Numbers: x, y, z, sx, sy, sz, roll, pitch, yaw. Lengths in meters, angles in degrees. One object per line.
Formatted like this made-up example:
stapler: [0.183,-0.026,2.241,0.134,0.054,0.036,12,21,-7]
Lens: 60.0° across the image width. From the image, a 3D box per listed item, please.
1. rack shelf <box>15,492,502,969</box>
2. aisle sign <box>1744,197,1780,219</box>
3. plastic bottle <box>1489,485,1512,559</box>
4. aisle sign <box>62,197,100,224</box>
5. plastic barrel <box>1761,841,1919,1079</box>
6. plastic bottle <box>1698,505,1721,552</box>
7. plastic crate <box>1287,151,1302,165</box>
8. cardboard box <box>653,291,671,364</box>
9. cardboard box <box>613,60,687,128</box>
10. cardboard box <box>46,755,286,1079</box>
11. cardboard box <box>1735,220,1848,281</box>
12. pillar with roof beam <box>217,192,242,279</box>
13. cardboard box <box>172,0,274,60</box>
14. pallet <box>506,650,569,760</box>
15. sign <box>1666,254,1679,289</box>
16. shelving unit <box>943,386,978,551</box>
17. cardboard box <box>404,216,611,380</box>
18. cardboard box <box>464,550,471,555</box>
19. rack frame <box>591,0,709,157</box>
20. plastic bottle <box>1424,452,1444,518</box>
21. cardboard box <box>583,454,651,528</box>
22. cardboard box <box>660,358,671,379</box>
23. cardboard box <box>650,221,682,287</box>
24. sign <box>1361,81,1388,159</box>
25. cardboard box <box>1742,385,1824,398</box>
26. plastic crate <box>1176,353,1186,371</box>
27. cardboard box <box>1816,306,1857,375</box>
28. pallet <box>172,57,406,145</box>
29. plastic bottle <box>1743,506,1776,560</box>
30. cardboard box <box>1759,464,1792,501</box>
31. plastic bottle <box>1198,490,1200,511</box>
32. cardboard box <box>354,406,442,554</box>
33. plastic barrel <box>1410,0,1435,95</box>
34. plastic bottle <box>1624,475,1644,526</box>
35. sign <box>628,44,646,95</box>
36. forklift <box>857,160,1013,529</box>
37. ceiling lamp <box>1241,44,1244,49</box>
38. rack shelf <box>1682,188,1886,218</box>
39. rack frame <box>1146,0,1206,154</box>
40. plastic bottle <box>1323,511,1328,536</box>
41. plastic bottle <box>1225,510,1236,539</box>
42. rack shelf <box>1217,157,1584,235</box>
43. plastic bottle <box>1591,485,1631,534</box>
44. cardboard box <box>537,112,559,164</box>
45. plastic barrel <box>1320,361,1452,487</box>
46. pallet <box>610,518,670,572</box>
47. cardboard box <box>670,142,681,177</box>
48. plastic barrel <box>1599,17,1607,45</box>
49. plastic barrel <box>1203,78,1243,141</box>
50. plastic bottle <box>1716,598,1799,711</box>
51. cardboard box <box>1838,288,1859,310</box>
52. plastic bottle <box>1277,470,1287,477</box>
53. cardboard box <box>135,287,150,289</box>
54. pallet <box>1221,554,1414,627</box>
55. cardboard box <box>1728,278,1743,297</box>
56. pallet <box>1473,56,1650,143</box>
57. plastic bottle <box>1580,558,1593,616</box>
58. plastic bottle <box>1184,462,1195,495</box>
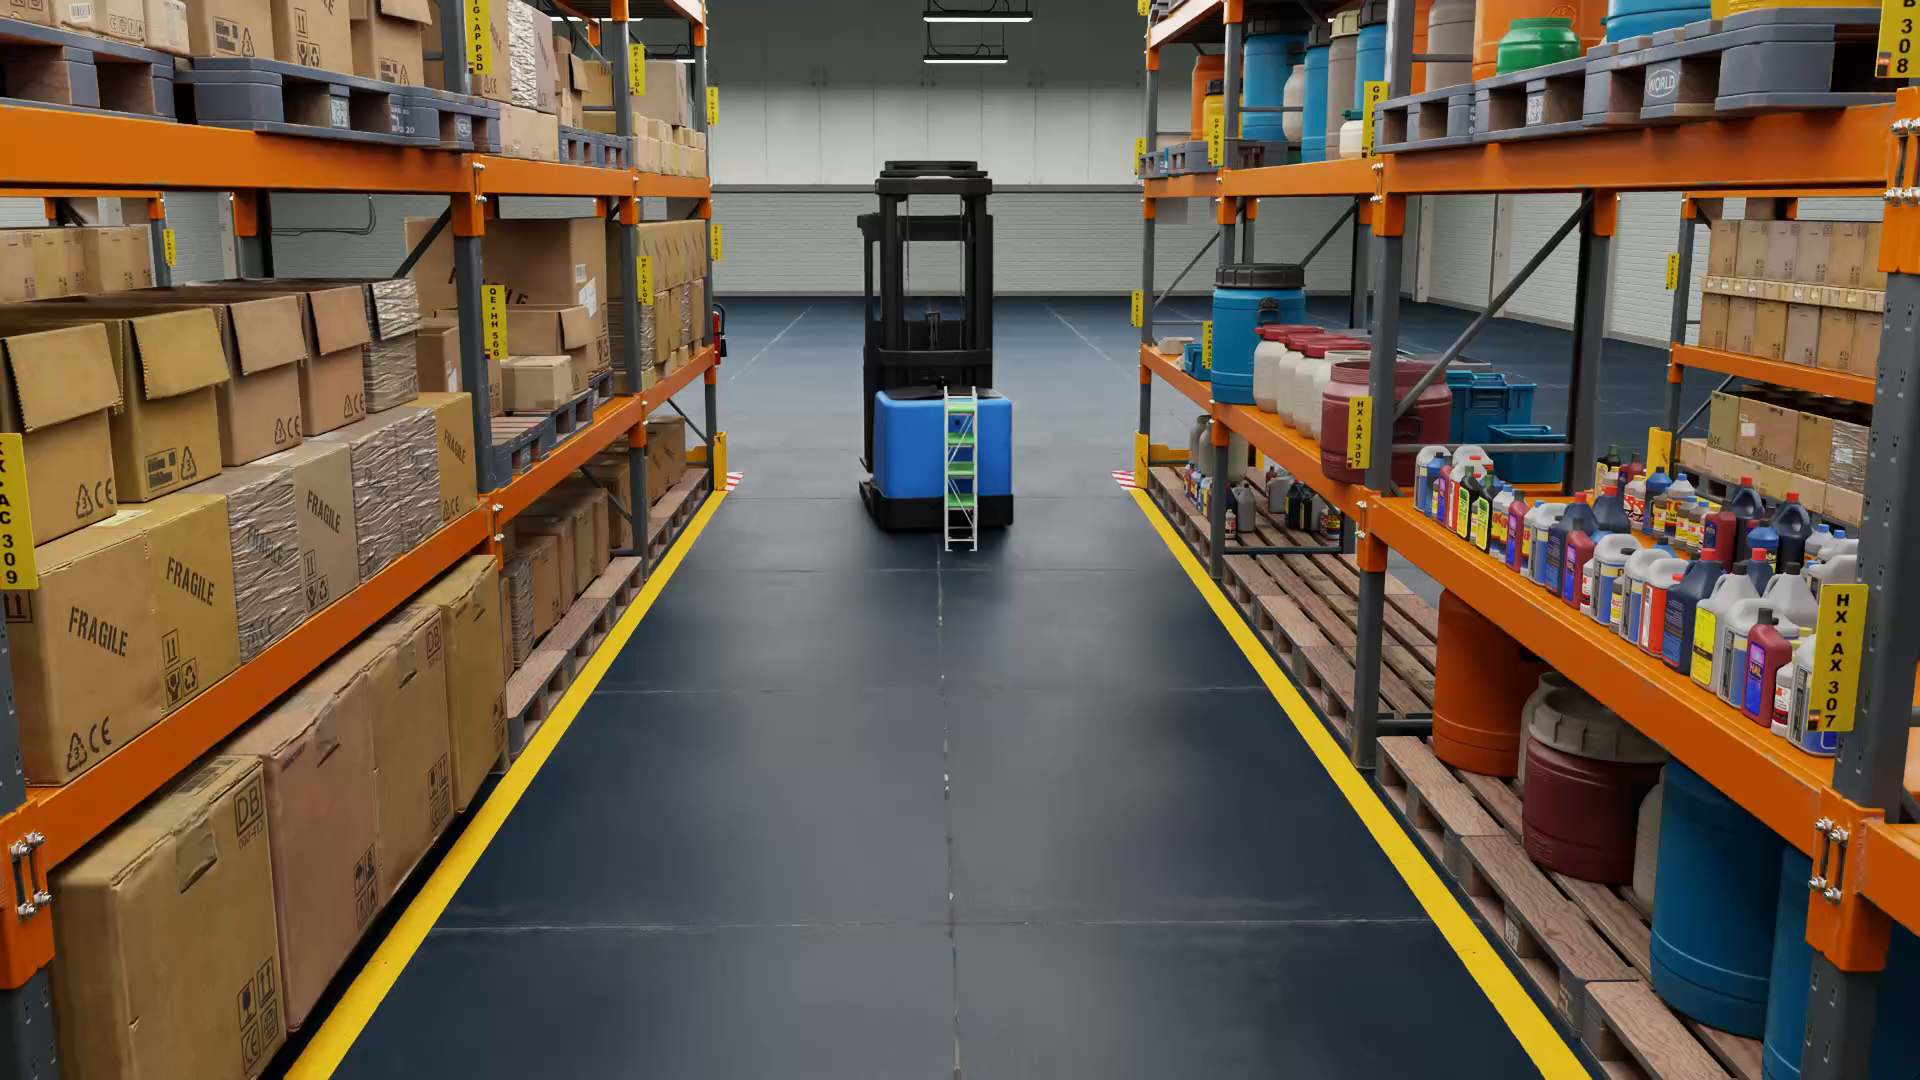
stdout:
rack shelf: [-2.562,0.363,5.534,1.077,0.370,4.000,0,11,-1]
aisle sign: [7.428,-3.306,15.270,0.394,0.787,0.004,0,11,-1]
plastic bottle: [2.027,-0.069,6.181,0.097,0.271,0.097,0,11,0]
aisle sign: [-8.031,-3.264,15.065,0.394,0.787,0.004,0,11,-1]
plastic barrel: [2.437,1.102,4.304,0.600,0.901,0.708,0,11,-1]
plastic bottle: [2.787,-0.027,6.148,0.097,0.201,0.097,0,11,0]
plastic crate: [2.506,-2.883,12.717,0.336,0.188,0.450,0,11,-1]
cardboard box: [-2.608,-1.566,12.235,0.875,0.500,0.500,0,11,-1]
cardboard box: [-2.483,-3.580,13.360,0.500,0.500,0.500,0,11,-1]
cardboard box: [-2.554,1.116,4.299,1.225,0.875,0.875,0,11,-1]
cardboard box: [7.150,-2.494,14.294,0.700,0.500,0.500,-1,11,-3]
pillar with roof beam: [-14.841,-10.695,43.141,9.100,9.000,0.548,0,11,-1]
cardboard box: [-2.540,-1.708,5.071,0.797,0.503,0.637,0,11,-2]
pallet: [-2.618,0.824,8.466,1.003,0.211,1.213,0,11,-1]
sign: [6.581,-2.479,15.359,0.100,0.325,0.005,0,11,-1]
shelving unit: [0.003,-0.555,12.778,0.258,1.200,0.503,0,11,-1]
cardboard box: [-2.809,-1.523,10.459,1.000,1.000,1.000,0,11,-1]
cardboard box: [-2.647,0.122,8.209,0.500,0.250,0.500,0,11,1]
rack frame: [-2.768,-4.917,14.665,1.000,3.000,0.127,0,11,-1]
plastic bottle: [2.010,-0.234,6.991,0.097,0.271,0.097,0,11,0]
cardboard box: [-2.673,-0.356,12.502,0.500,0.500,0.500,4,12,17]
cardboard box: [-2.393,-1.302,12.564,0.380,0.149,0.250,0,11,-1]
cardboard box: [-2.484,-2.256,13.119,0.500,0.500,0.500,0,11,-1]
sign: [1.799,-1.822,7.217,0.100,0.325,0.005,0,11,-1]
cardboard box: [7.444,-1.138,15.096,0.500,0.500,0.500,0,11,-1]
plastic crate: [1.979,-1.395,13.054,0.530,0.136,0.437,0,11,-1]
cardboard box: [7.179,-1.564,12.972,0.700,0.500,0.500,0,11,0]
pallet: [-2.511,-1.414,5.418,1.003,0.211,1.213,0,11,1]
plastic bottle: [2.753,0.019,5.714,0.061,0.283,0.133,0,11,-1]
cardboard box: [6.954,-0.470,13.690,0.500,0.250,0.500,0,11,-1]
plastic bottle: [1.925,-0.332,13.081,0.097,0.201,0.097,0,11,0]
cardboard box: [-2.341,-0.240,6.446,0.500,0.500,0.500,0,11,-2]
plastic barrel: [2.535,-2.382,8.632,0.600,0.830,0.708,0,11,-1]
plastic bottle: [2.773,-0.162,6.815,0.097,0.201,0.097,0,11,0]
sign: [-2.131,-3.102,10.968,0.100,0.325,0.005,0,11,-1]
forklift: [-0.301,-1.770,14.414,1.130,2.935,3.031,-2,12,-8]
ceiling lamp: [7.468,-12.879,39.225,2.000,3.185,0.800,0,11,-1]
rack shelf: [7.177,-2.737,13.272,1.077,0.370,4.000,0,11,-1]
rack frame: [2.183,-4.938,14.765,1.000,3.000,0.127,0,11,-1]
plastic bottle: [2.696,-0.132,12.097,0.097,0.201,0.097,0,11,0]
plastic bottle: [1.947,-0.118,12.026,0.097,0.201,0.097,0,11,0]
rack shelf: [2.307,-1.922,9.256,1.077,0.370,4.000,0,11,-1]
plastic bottle: [2.212,-0.016,5.717,0.144,0.351,0.185,0,11,-1]
cardboard box: [-2.389,-2.082,8.611,0.500,0.250,0.500,0,11,0]
plastic barrel: [2.036,-0.565,7.958,0.600,0.536,0.708,0,11,-1]
pallet: [-2.735,0.051,12.276,1.003,0.211,1.213,0,11,-1]
cardboard box: [-2.474,-2.978,13.026,0.500,0.250,0.500,0,11,-2]
plastic barrel: [2.517,-1.803,6.149,0.301,0.262,0.301,0,11,0]
plastic barrel: [2.334,-3.540,13.888,0.600,0.588,0.600,0,11,0]
plastic bottle: [2.093,0.299,4.354,0.152,0.276,0.135,0,11,-1]
cardboard box: [6.979,-1.844,12.724,0.380,0.149,0.250,0,11,-1]
plastic bottle: [2.640,-0.437,13.414,0.152,0.276,0.135,-1,11,-3]
cardboard box: [-7.676,-1.977,14.882,0.875,0.550,0.550,0,11,-1]
pallet: [2.321,0.320,10.951,1.003,0.211,1.213,0,11,-1]
cardboard box: [6.941,-2.203,14.492,0.380,0.149,0.250,0,11,-1]
pallet: [2.291,-1.371,5.201,1.003,0.211,1.213,0,11,-1]
plastic bottle: [2.045,0.139,5.327,0.097,0.201,0.097,0,11,0]
plastic bottle: [1.909,-0.514,13.806,0.097,0.271,0.097,0,11,0]
